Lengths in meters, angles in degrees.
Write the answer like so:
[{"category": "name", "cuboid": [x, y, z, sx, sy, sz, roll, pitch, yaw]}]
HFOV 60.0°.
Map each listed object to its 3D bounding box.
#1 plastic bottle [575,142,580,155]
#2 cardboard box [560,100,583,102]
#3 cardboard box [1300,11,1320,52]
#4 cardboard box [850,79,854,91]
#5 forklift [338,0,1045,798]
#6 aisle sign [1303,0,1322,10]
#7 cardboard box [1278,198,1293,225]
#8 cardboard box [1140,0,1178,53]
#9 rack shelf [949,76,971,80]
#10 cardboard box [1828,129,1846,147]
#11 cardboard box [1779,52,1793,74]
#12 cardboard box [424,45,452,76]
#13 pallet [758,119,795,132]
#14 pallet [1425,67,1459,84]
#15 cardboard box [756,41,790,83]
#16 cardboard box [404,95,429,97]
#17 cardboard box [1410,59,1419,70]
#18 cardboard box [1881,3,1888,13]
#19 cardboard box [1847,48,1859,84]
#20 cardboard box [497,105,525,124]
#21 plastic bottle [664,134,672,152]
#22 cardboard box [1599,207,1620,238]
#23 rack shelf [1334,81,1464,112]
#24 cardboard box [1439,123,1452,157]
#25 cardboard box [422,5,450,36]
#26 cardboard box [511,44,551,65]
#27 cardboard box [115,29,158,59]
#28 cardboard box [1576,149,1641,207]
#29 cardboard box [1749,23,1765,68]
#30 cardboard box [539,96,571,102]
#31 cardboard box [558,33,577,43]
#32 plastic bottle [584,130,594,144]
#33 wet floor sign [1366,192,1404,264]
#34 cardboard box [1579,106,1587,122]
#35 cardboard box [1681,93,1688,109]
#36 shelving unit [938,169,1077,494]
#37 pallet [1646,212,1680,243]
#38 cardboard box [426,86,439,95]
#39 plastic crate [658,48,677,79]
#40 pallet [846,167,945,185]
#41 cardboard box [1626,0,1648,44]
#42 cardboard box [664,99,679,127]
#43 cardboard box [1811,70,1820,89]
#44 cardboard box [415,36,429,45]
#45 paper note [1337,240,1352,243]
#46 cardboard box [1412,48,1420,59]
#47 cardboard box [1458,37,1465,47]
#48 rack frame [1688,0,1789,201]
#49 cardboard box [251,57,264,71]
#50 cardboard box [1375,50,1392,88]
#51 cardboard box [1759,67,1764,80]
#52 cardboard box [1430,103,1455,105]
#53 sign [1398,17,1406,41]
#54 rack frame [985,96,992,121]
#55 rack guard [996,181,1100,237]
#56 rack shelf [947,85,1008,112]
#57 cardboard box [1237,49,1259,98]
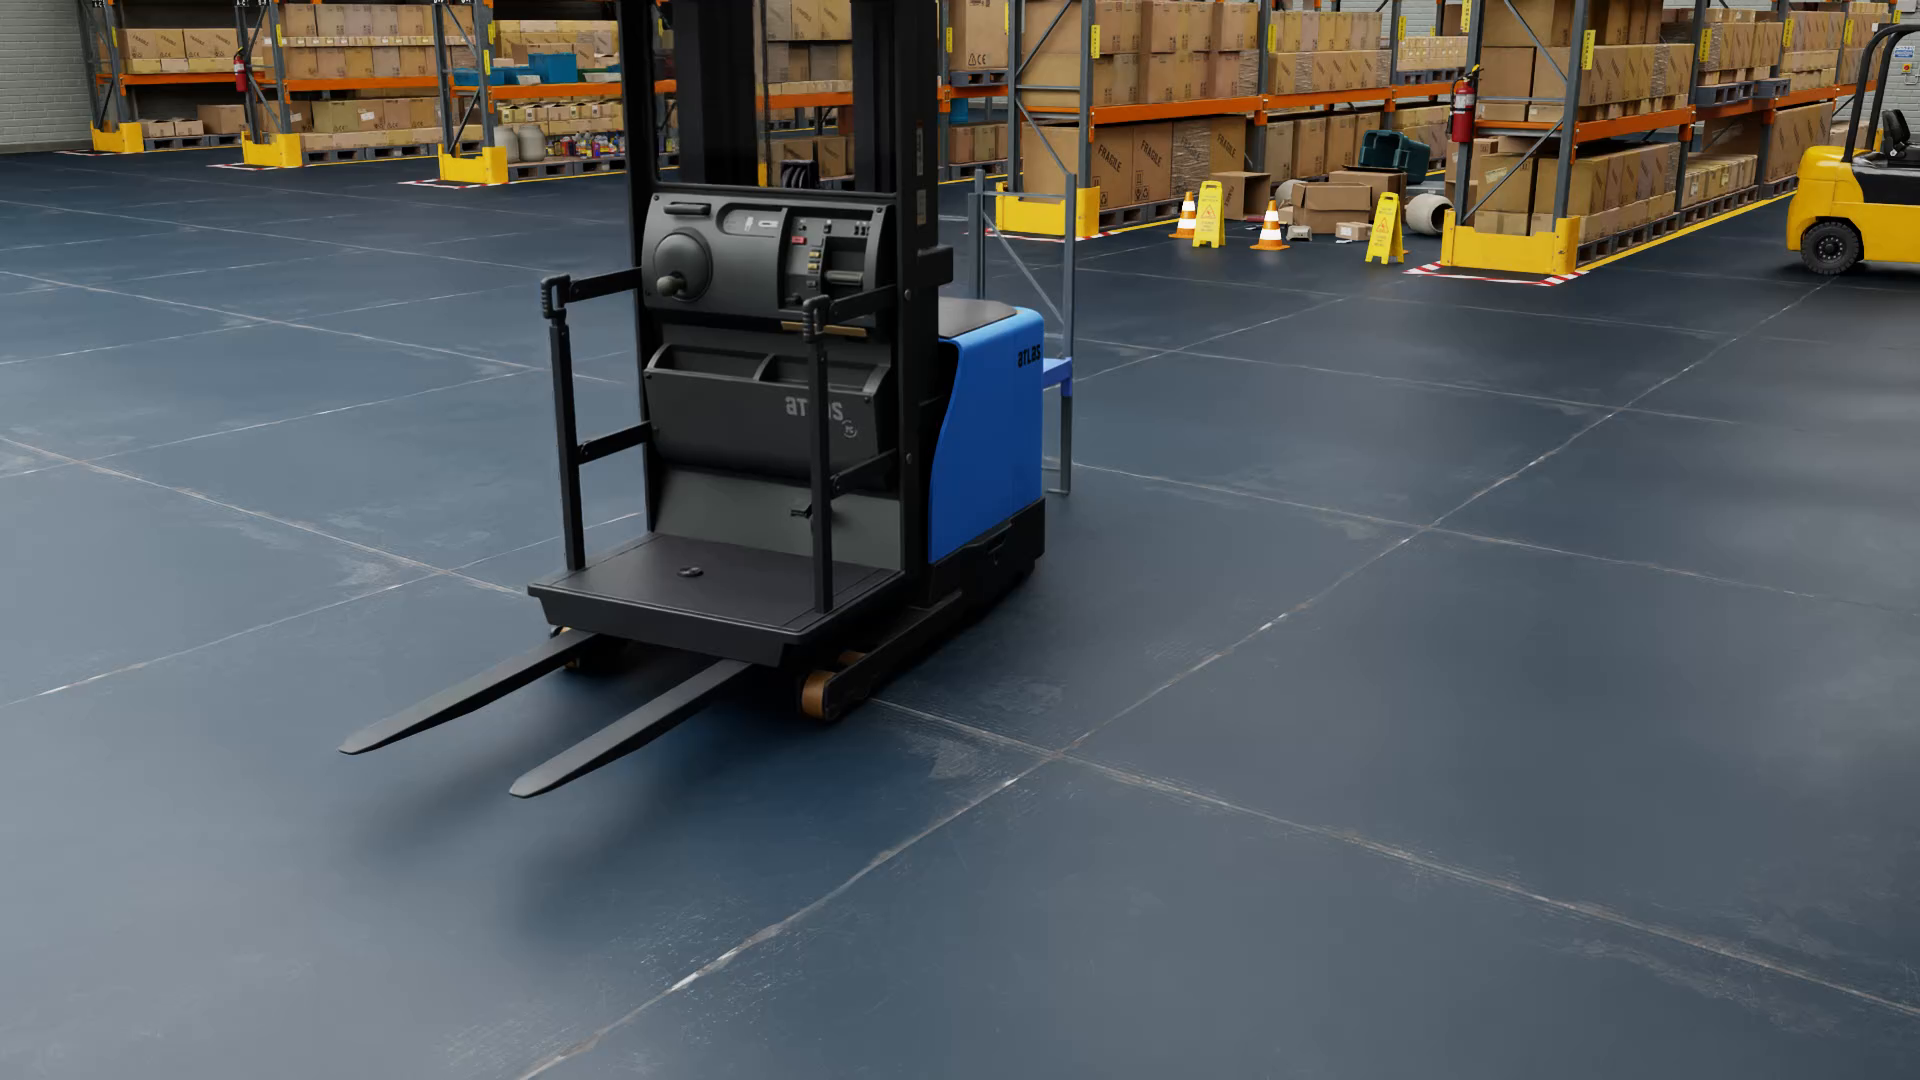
[{"category": "plastic bottle", "cuboid": [-5.845, -6.002, 25.491, 0.097, 0.201, 0.097, 0, 17, 0]}, {"category": "cardboard box", "cuboid": [-7.322, -8.159, 31.443, 0.500, 0.311, 0.500, 12, 21, 33]}, {"category": "cardboard box", "cuboid": [4.229, -6.608, 21.609, 0.700, 0.500, 0.500, 13, 21, 35]}, {"category": "cardboard box", "cuboid": [-1.600, -5.997, 21.920, 0.380, 0.149, 0.250, 12, 21, 35]}, {"category": "forklift", "cuboid": [-0.759, -0.963, 5.404, 1.130, 2.935, 3.031, 8, 19, 25]}, {"category": "aisle sign", "cuboid": [6.842, -10.684, 32.208, 0.394, 0.787, 0.004, 12, 21, 35]}, {"category": "cardboard box", "cuboid": [3.786, -3.679, 18.644, 0.258, 0.266, 0.396, -16, 23, -41]}, {"category": "cardboard box", "cuboid": [1.897, -5.693, 18.444, 0.875, 0.550, 0.550, 12, 21, 35]}, {"category": "rack shelf", "cuboid": [-0.995, -8.581, 31.032, 1.077, 0.370, 4.000, 12, 21, 35]}, {"category": "cardboard box", "cuboid": [12.594, -5.882, 24.740, 0.875, 0.438, 0.875, 12, 21, 34]}, {"category": "cardboard box", "cuboid": [10.251, -6.066, 21.130, 0.500, 0.250, 0.500, 12, 21, 34]}, {"category": "cardboard box", "cuboid": [-9.114, -8.186, 28.378, 0.700, 0.500, 0.500, 12, 21, 34]}, {"category": "pallet", "cuboid": [-4.233, -8.745, 35.049, 1.003, 0.211, 1.213, 12, 21, 35]}, {"category": "pallet", "cuboid": [6.861, -7.060, 25.243, 1.003, 0.211, 1.213, 12, 21, 35]}, {"category": "cardboard box", "cuboid": [-2.625, -5.984, 20.785, 0.875, 0.500, 0.500, 12, 21, 35]}, {"category": "cardboard box", "cuboid": [-9.365, -7.442, 28.814, 0.500, 0.500, 0.500, 12, 21, 35]}, {"category": "cardboard box", "cuboid": [6.464, -6.952, 24.289, 0.380, 0.149, 0.250, 14, 22, 37]}, {"category": "cardboard box", "cuboid": [14.246, -8.301, 25.967, 0.380, 0.149, 0.250, 12, 21, 34]}, {"category": "cardboard box", "cuboid": [12.927, -7.007, 24.582, 0.500, 0.500, 0.500, 13, 21, 35]}, {"category": "cardboard box", "cuboid": [-8.099, -7.582, 29.583, 0.500, 0.311, 0.500, 13, 21, 35]}, {"category": "plastic bottle", "cuboid": [-4.591, -6.236, 26.104, 0.061, 0.283, 0.133, 14, 22, 37]}, {"category": "cardboard box", "cuboid": [5.997, -3.068, 15.992, 0.500, 0.250, 0.500, 13, 22, 37]}, {"category": "rack shelf", "cuboid": [6.906, -6.805, 25.314, 1.077, 0.370, 4.000, 12, 21, 35]}, {"category": "cardboard box", "cuboid": [7.244, -6.168, 25.554, 0.500, 0.500, 0.500, 12, 21, 34]}, {"category": "cardboard box", "cuboid": [-9.105, -8.812, 28.206, 0.700, 0.500, 0.500, 12, 21, 35]}, {"category": "cardboard box", "cuboid": [-7.761, -8.725, 30.114, 0.500, 0.500, 0.500, 14, 22, 39]}, {"category": "cardboard box", "cuboid": [-14.383, -8.650, 28.996, 0.500, 0.500, 0.500, 12, 21, 35]}, {"category": "cardboard box", "cuboid": [6.314, -3.555, 16.296, 0.500, 0.500, 0.500, 13, 21, 36]}, {"category": "cardboard box", "cuboid": [9.104, -5.810, 19.515, 0.500, 0.500, 0.500, 11, 20, 31]}, {"category": "cardboard box", "cuboid": [-9.072, -9.732, 36.443, 0.750, 0.750, 0.750, 12, 21, 34]}, {"category": "cardboard box", "cuboid": [-8.728, -10.835, 36.374, 0.500, 0.500, 0.500, 13, 22, 36]}, {"category": "plastic bottle", "cuboid": [-5.750, -6.176, 25.797, 0.144, 0.351, 0.185, 12, 21, 34]}, {"category": "wet floor sign", "cuboid": [4.011, -2.936, 15.610, 0.232, 0.644, 0.267, -11, 20, -32]}, {"category": "cardboard box", "cuboid": [5.491, -3.904, 15.180, 0.380, 0.149, 0.250, 13, 21, 35]}, {"category": "cardboard box", "cuboid": [7.420, -4.619, 17.483, 0.380, 0.149, 0.250, 12, 21, 34]}, {"category": "shelving unit", "cuboid": [0.076, -0.837, 7.411, 0.538, 1.500, 1.048, 8, 19, 25]}, {"category": "pallet", "cuboid": [6.995, -3.371, 17.744, 1.003, 0.211, 1.213, 12, 21, 35]}, {"category": "cardboard box", "cuboid": [-10.920, -9.268, 34.240, 0.500, 0.250, 0.500, 13, 21, 36]}, {"category": "plastic crate", "cuboid": [-4.527, -7.696, 26.860, 0.402, 0.464, 0.583, 12, 21, 35]}, {"category": "pallet", "cuboid": [-0.964, -5.123, 23.384, 1.003, 0.211, 1.213, 12, 21, 35]}, {"category": "cardboard box", "cuboid": [6.609, -5.352, 17.065, 0.700, 0.500, 0.500, 13, 21, 35]}, {"category": "cardboard box", "cuboid": [-5.661, -8.399, 32.705, 0.500, 0.500, 0.500, 14, 22, 37]}, {"category": "cardboard box", "cuboid": [11.449, -6.314, 22.771, 0.500, 0.250, 0.500, 12, 21, 33]}, {"category": "cardboard box", "cuboid": [-9.143, -8.385, 27.924, 0.380, 0.149, 0.250, 12, 21, 34]}, {"category": "paper note", "cuboid": [3.948, -3.076, 17.096, 0.148, 0.019, 0.142, 5, 18, 16]}, {"category": "cardboard box", "cuboid": [6.480, -7.104, 24.276, 0.380, 0.149, 0.250, 12, 21, 33]}, {"category": "cardboard box", "cuboid": [7.544, -7.672, 25.604, 0.380, 0.149, 0.250, 12, 21, 35]}, {"category": "rack frame", "cuboid": [9.750, -5.822, 20.934, 1.000, 3.000, 0.127, 12, 21, 35]}, {"category": "cardboard box", "cuboid": [-13.156, -8.778, 30.673, 0.500, 0.250, 0.500, 12, 21, 34]}, {"category": "cardboard box", "cuboid": [5.662, -6.566, 23.160, 0.500, 0.500, 0.500, 12, 21, 35]}, {"category": "cardboard box", "cuboid": [9.372, -5.580, 19.870, 0.380, 0.149, 0.250, 11, 20, 32]}, {"category": "cardboard box", "cuboid": [7.540, -6.648, 25.837, 0.500, 0.250, 0.500, 14, 22, 37]}, {"category": "sign", "cuboid": [6.162, -7.128, 23.188, 0.100, 0.325, 0.005, 12, 21, 35]}, {"category": "rack frame", "cuboid": [0.197, -9.401, 32.459, 1.000, 3.000, 0.127, 12, 21, 35]}, {"category": "rack guard", "cuboid": [0.934, -3.568, 17.890, 1.175, 0.500, 0.348, 12, 21, 35]}, {"category": "rack shelf", "cuboid": [0.600, -6.753, 25.146, 1.077, 0.370, 4.000, 12, 21, 35]}, {"category": "cardboard box", "cuboid": [3.121, -5.702, 20.293, 0.875, 0.550, 0.550, 12, 21, 35]}]
